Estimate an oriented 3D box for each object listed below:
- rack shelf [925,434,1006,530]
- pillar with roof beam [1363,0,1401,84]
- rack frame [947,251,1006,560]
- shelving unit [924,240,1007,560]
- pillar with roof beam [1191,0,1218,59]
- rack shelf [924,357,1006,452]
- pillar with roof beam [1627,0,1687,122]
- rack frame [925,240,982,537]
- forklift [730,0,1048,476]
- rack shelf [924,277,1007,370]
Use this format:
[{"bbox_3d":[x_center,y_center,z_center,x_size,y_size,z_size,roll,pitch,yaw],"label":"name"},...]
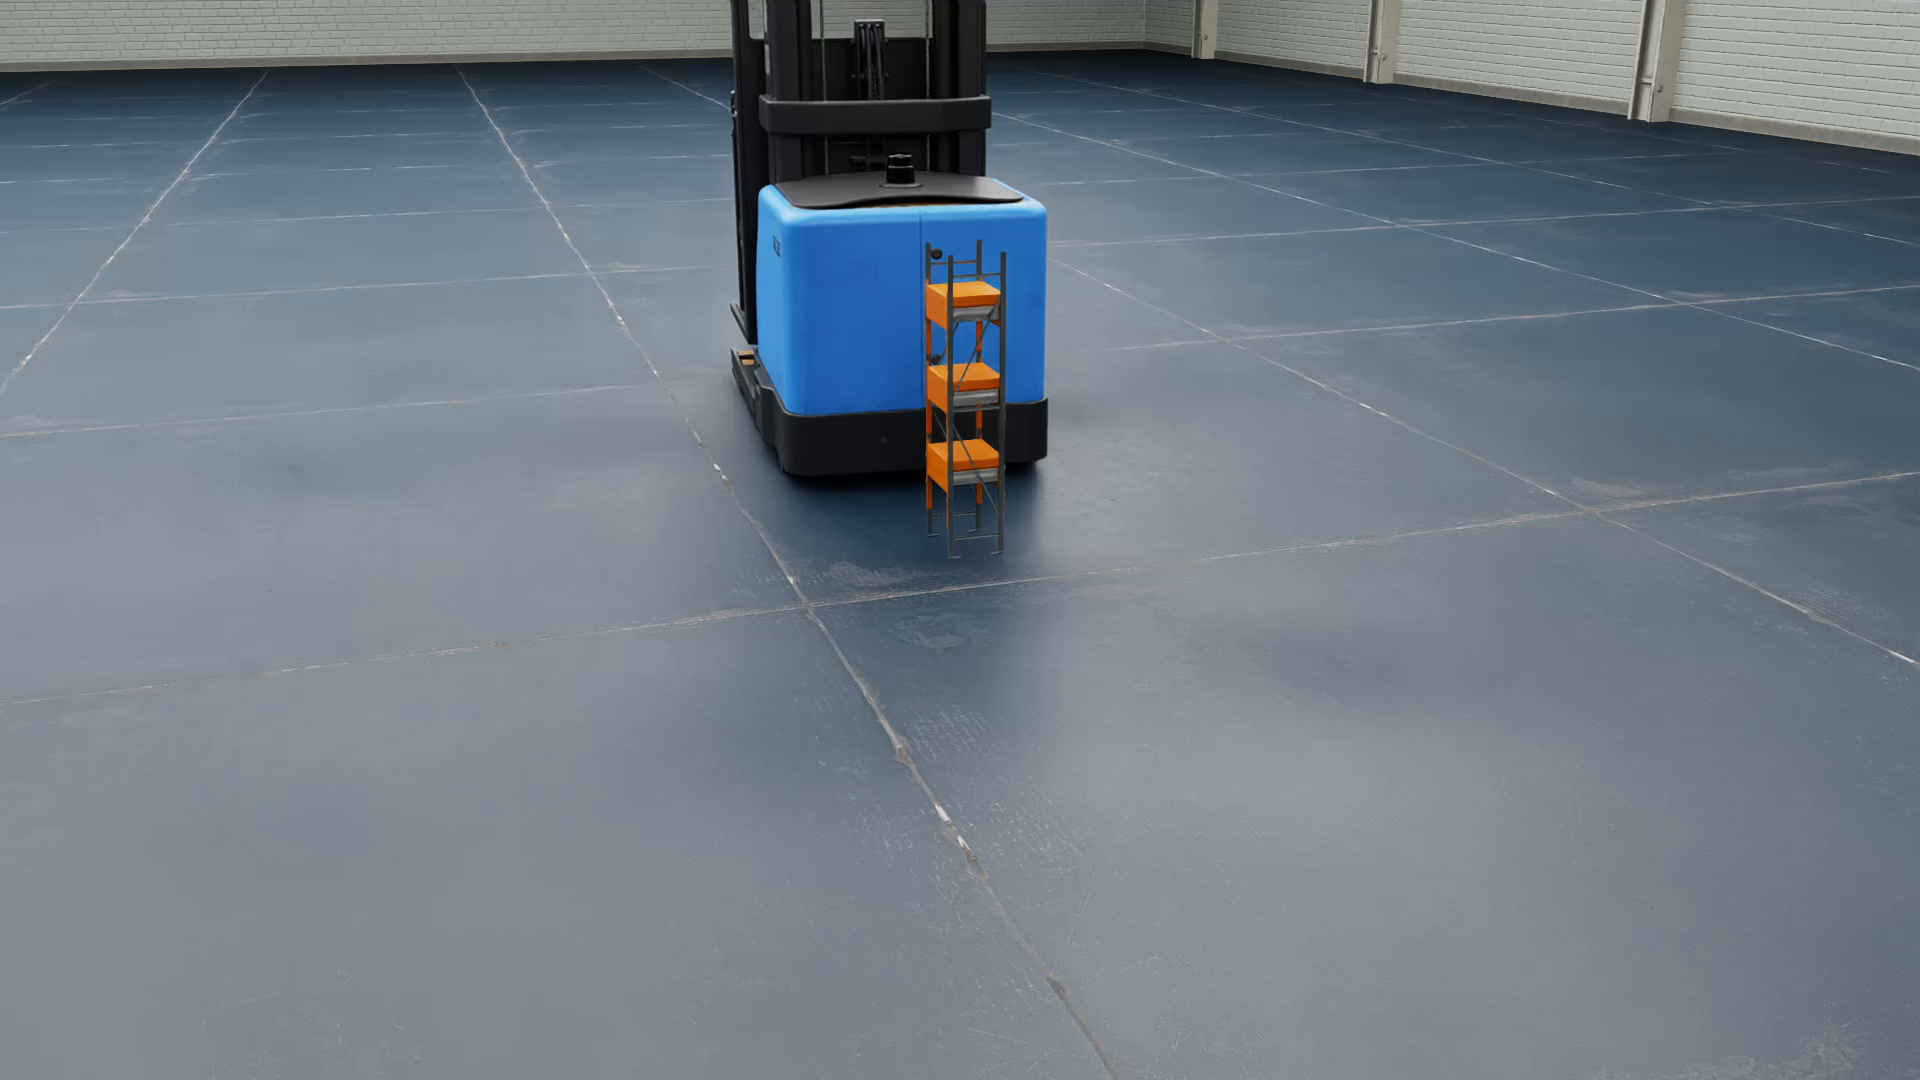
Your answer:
[{"bbox_3d":[0.017,-0.205,5.789,0.215,0.259,0.240,-6,21,-17],"label":"rack shelf"},{"bbox_3d":[2.287,-10.741,22.508,9.100,9.000,0.400,-6,21,-17],"label":"pillar with roof beam"},{"bbox_3d":[0.055,-0.438,5.582,0.200,1.050,0.008,-6,21,-17],"label":"rack frame"},{"bbox_3d":[0.017,-0.477,5.691,0.215,1.050,0.252,-6,21,-17],"label":"shelving unit"},{"bbox_3d":[0.402,-12.666,27.869,9.100,9.000,0.400,-6,21,-17],"label":"pillar with roof beam"},{"bbox_3d":[0.017,-0.467,5.695,0.215,0.259,0.240,-6,21,-17],"label":"rack shelf"},{"bbox_3d":[4.173,-8.815,17.148,9.100,9.000,0.400,-6,21,-17],"label":"pillar with roof beam"},{"bbox_3d":[-0.022,-0.516,5.800,0.200,1.050,0.008,-6,21,-17],"label":"rack frame"},{"bbox_3d":[-0.483,-2.087,7.390,1.130,2.935,3.031,-4,20,-12],"label":"forklift"},{"bbox_3d":[0.017,-0.734,5.599,0.215,0.259,0.240,-6,21,-17],"label":"rack shelf"}]
